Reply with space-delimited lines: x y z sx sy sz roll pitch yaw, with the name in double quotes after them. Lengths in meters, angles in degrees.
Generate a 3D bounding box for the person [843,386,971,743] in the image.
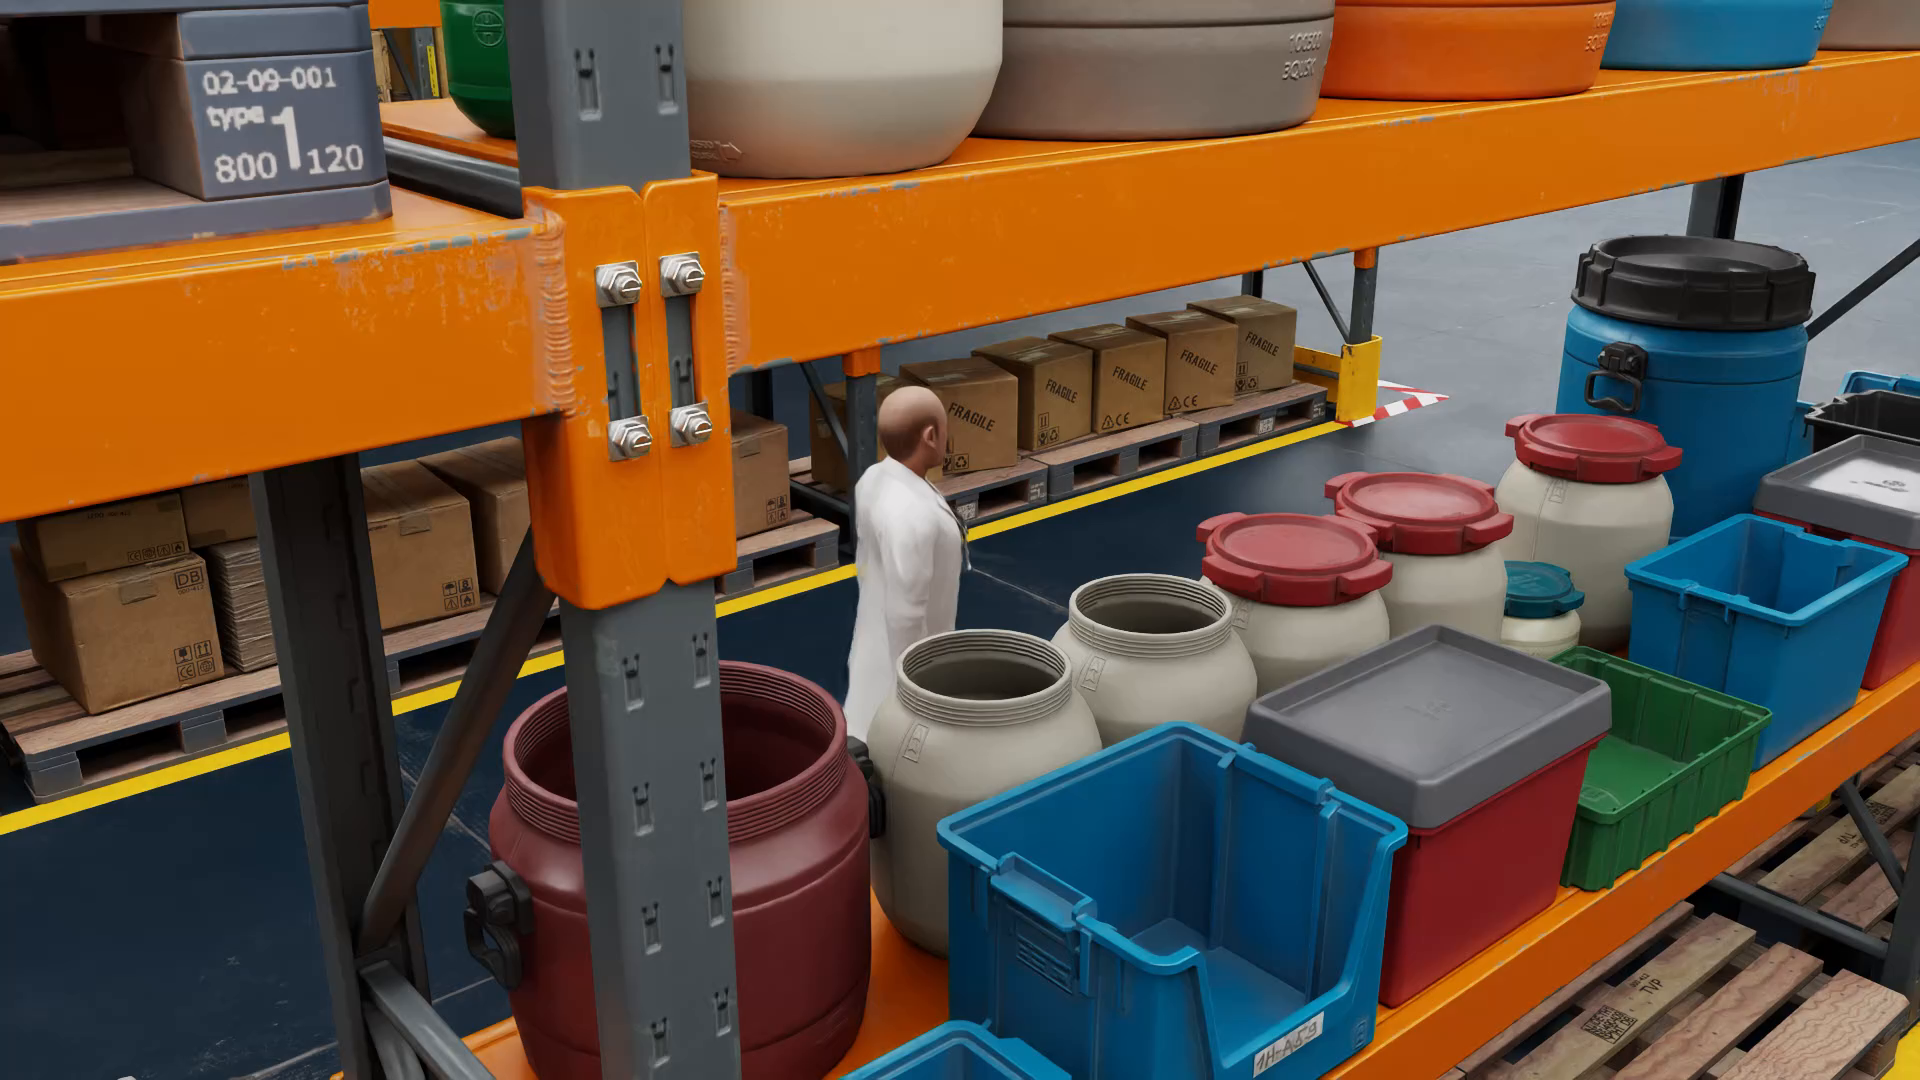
-0.178 0.411 5.003 0.623 1.778 0.597 -3 21 -7 "person"
